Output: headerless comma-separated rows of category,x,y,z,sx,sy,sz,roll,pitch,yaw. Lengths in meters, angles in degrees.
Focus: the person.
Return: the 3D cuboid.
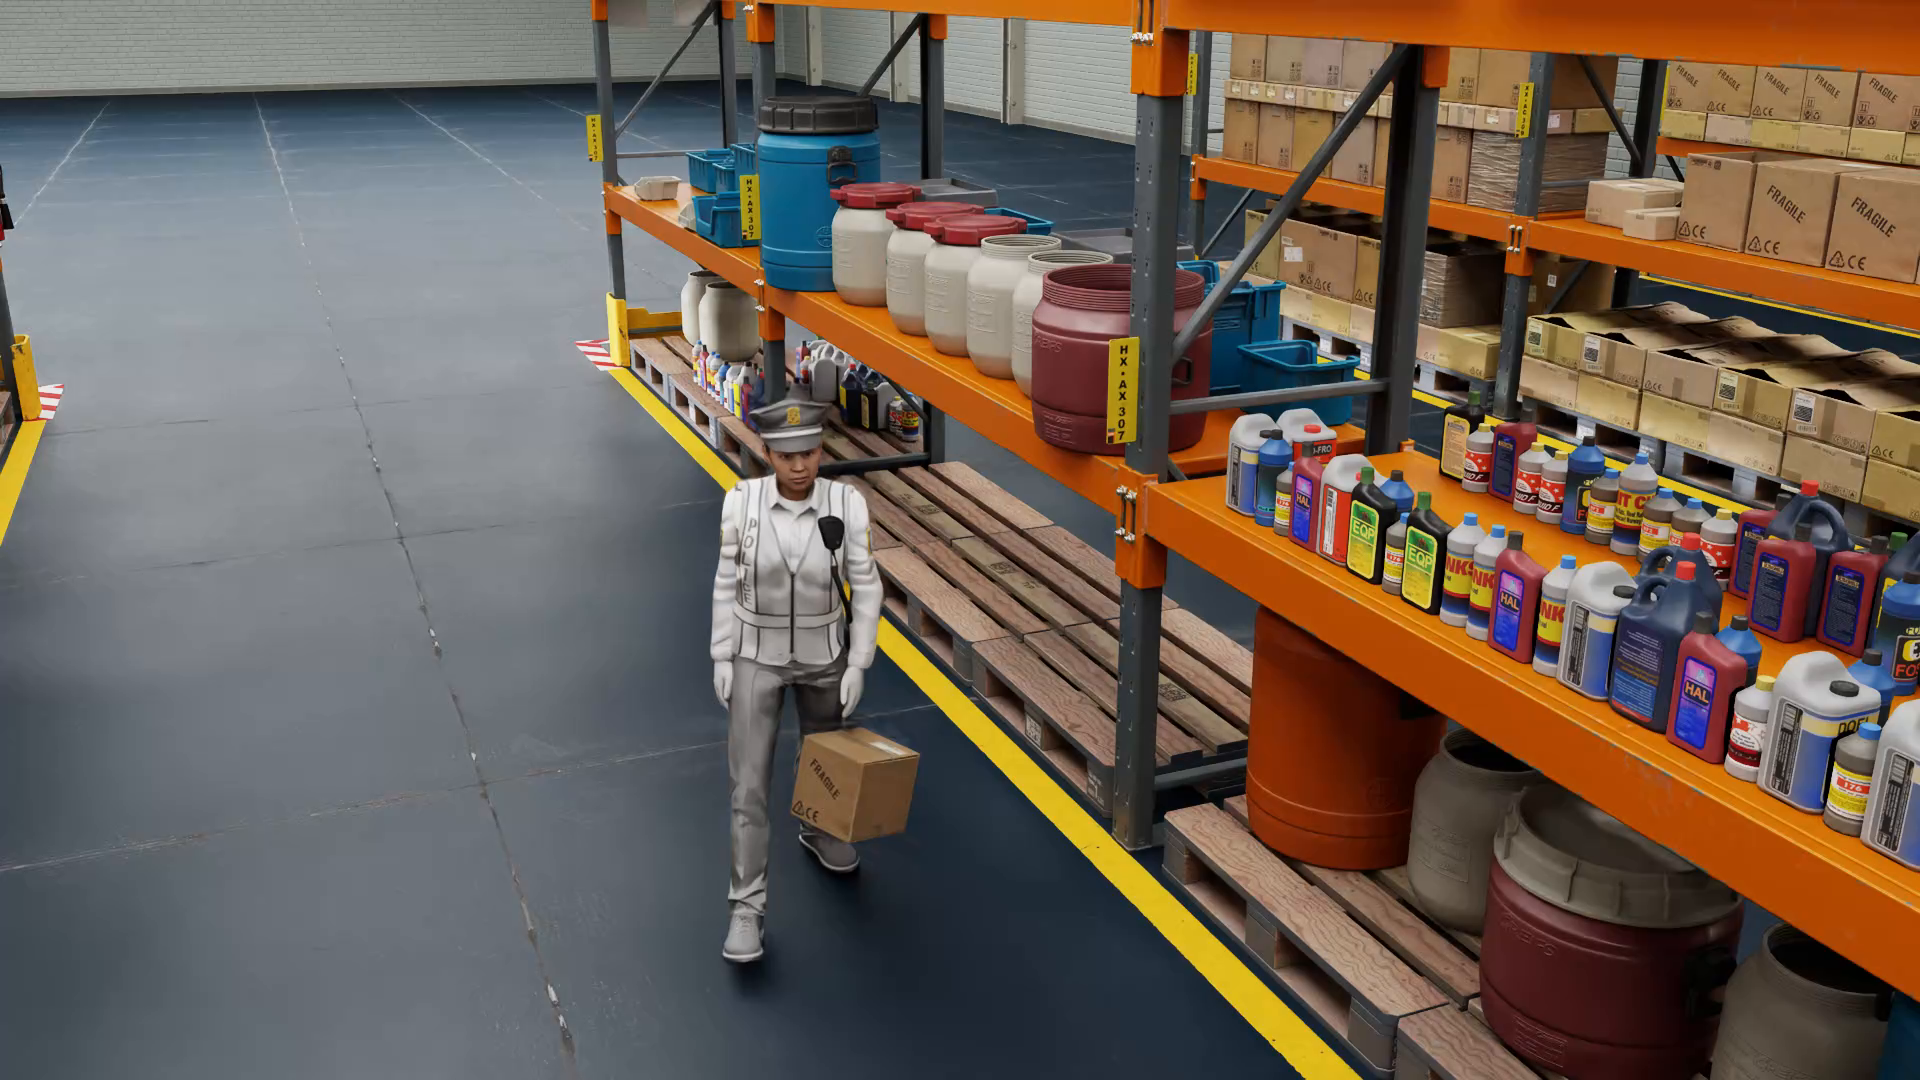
person,-0.484,0.369,4.956,0.534,1.643,0.843,-3,19,-9
